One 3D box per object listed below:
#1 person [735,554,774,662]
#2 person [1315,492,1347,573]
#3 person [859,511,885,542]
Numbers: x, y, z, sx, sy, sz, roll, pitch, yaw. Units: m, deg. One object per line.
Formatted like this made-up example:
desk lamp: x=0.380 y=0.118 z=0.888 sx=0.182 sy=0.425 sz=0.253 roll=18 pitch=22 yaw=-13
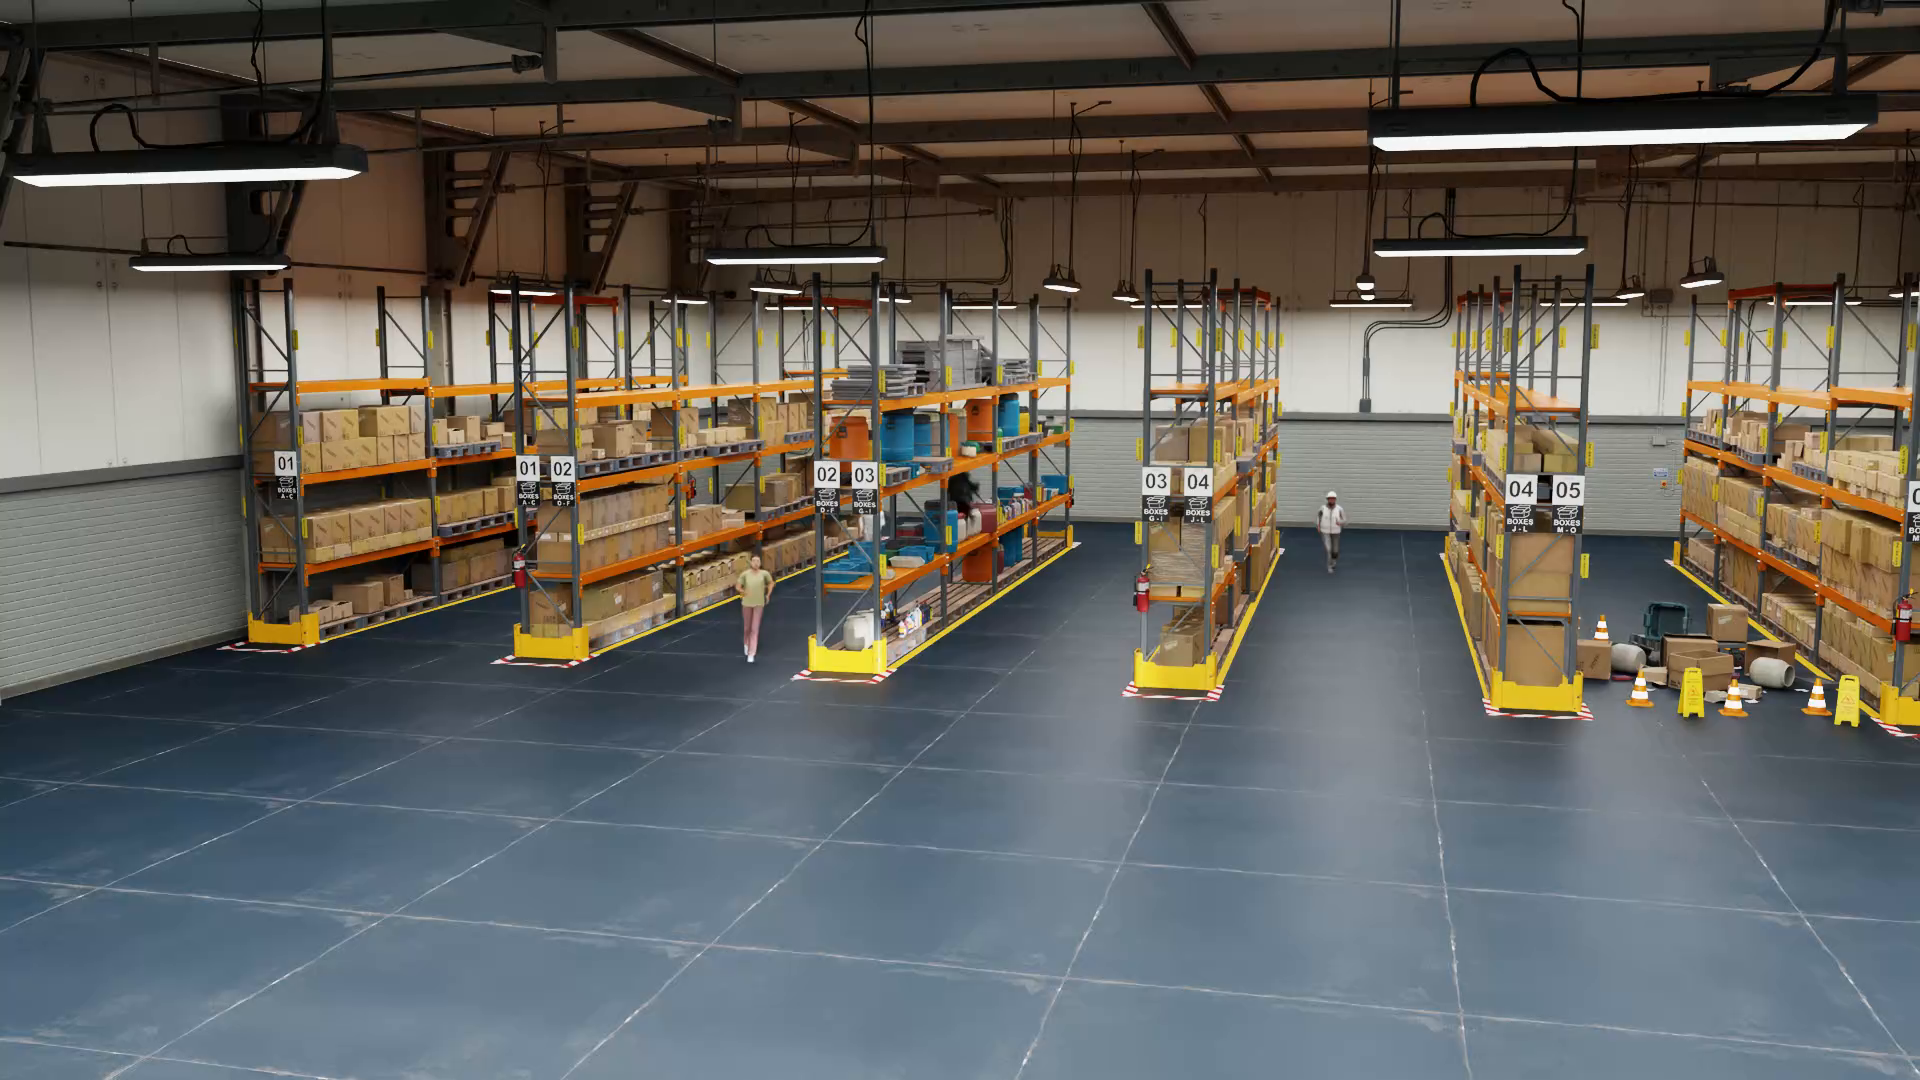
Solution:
person: x=-3.220 y=1.033 z=26.077 sx=0.603 sy=1.649 sz=0.899 roll=-1 pitch=7 yaw=-5
person: x=8.014 y=-0.174 z=35.953 sx=0.660 sy=1.744 sz=0.782 roll=1 pitch=7 yaw=11
person: x=-1.890 y=-0.113 z=35.697 sx=0.584 sy=1.691 sz=0.667 roll=0 pitch=7 yaw=2
